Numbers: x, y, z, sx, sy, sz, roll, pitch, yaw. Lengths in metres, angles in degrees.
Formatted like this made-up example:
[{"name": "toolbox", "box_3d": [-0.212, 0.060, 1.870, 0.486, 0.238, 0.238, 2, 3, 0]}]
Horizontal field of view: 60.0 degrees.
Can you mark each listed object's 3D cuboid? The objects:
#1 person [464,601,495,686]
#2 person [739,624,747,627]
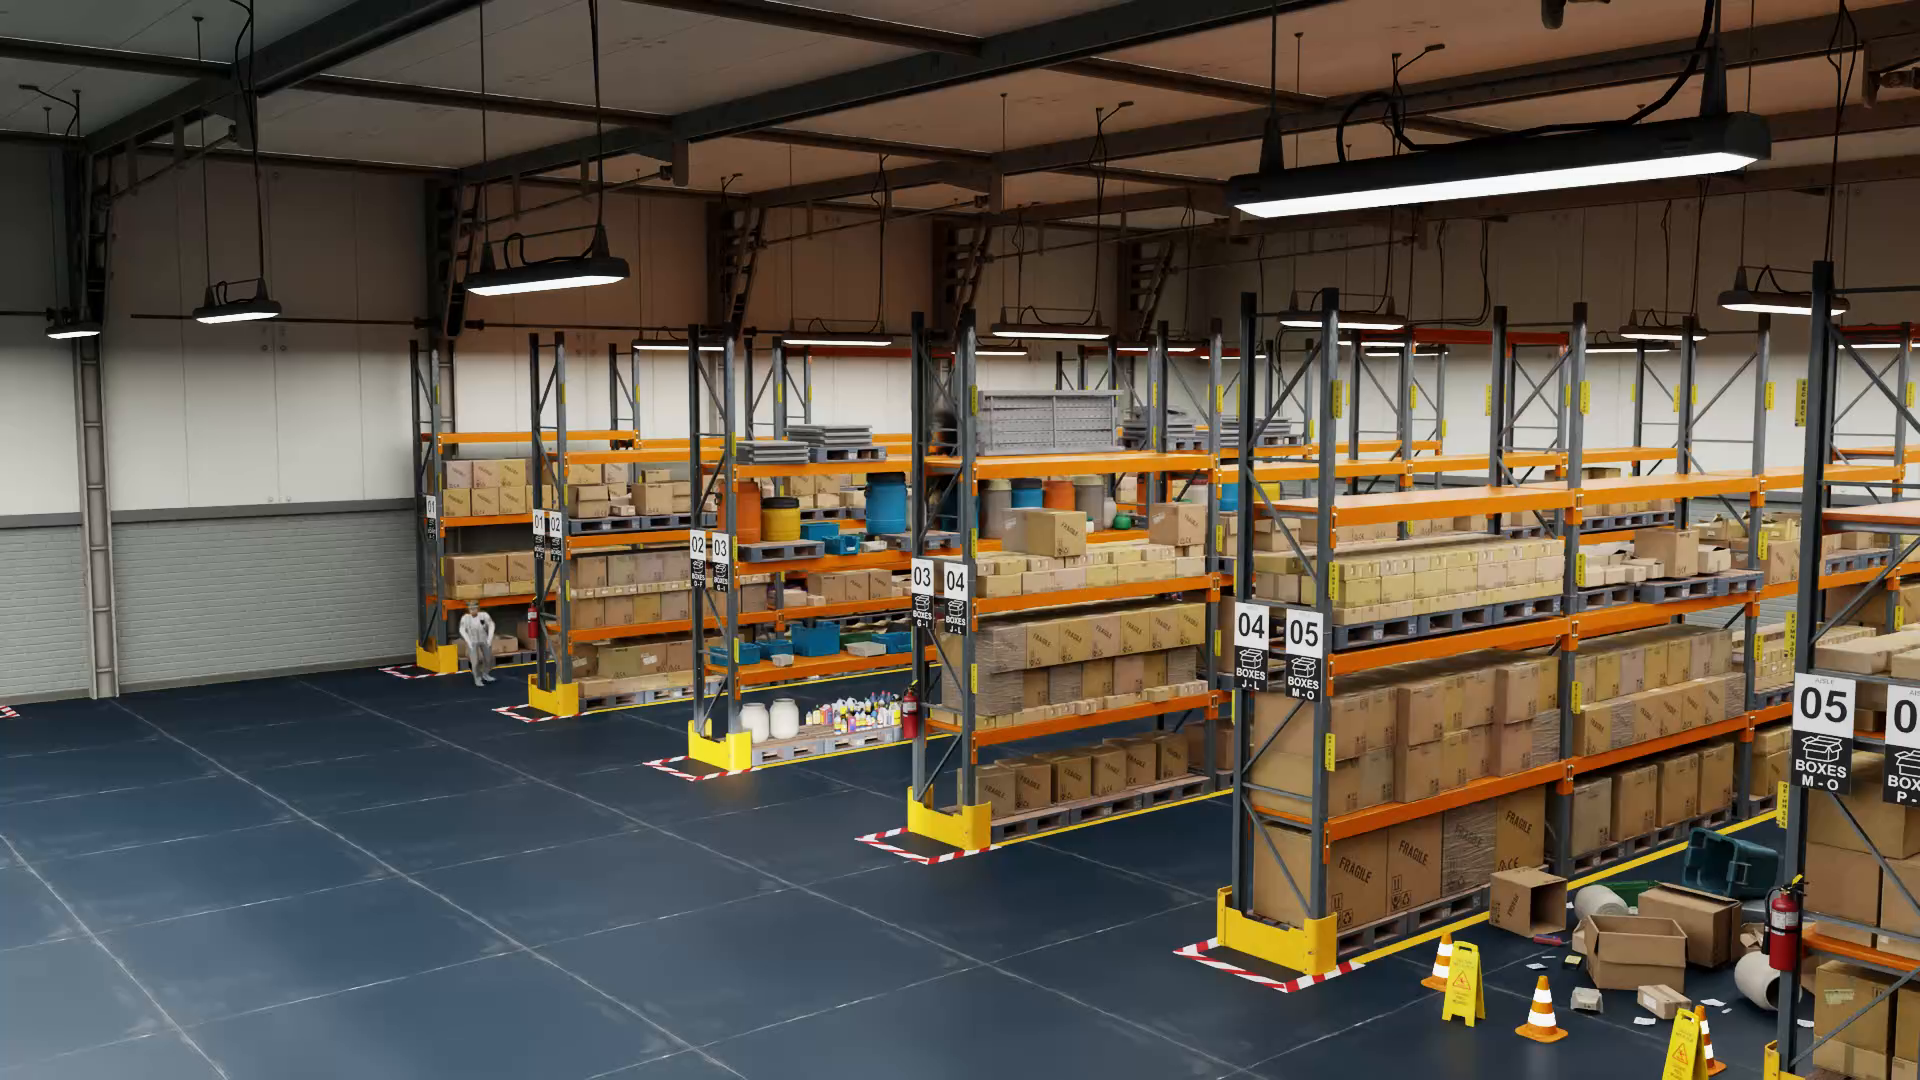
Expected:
[{"name": "person", "box_3d": [-8.270, 1.760, 28.652, 0.535, 1.520, 0.828, -2, 6, -24]}, {"name": "person", "box_3d": [-4.074, 1.440, 30.733, 0.634, 1.721, 0.702, -5, 7, -44]}]
